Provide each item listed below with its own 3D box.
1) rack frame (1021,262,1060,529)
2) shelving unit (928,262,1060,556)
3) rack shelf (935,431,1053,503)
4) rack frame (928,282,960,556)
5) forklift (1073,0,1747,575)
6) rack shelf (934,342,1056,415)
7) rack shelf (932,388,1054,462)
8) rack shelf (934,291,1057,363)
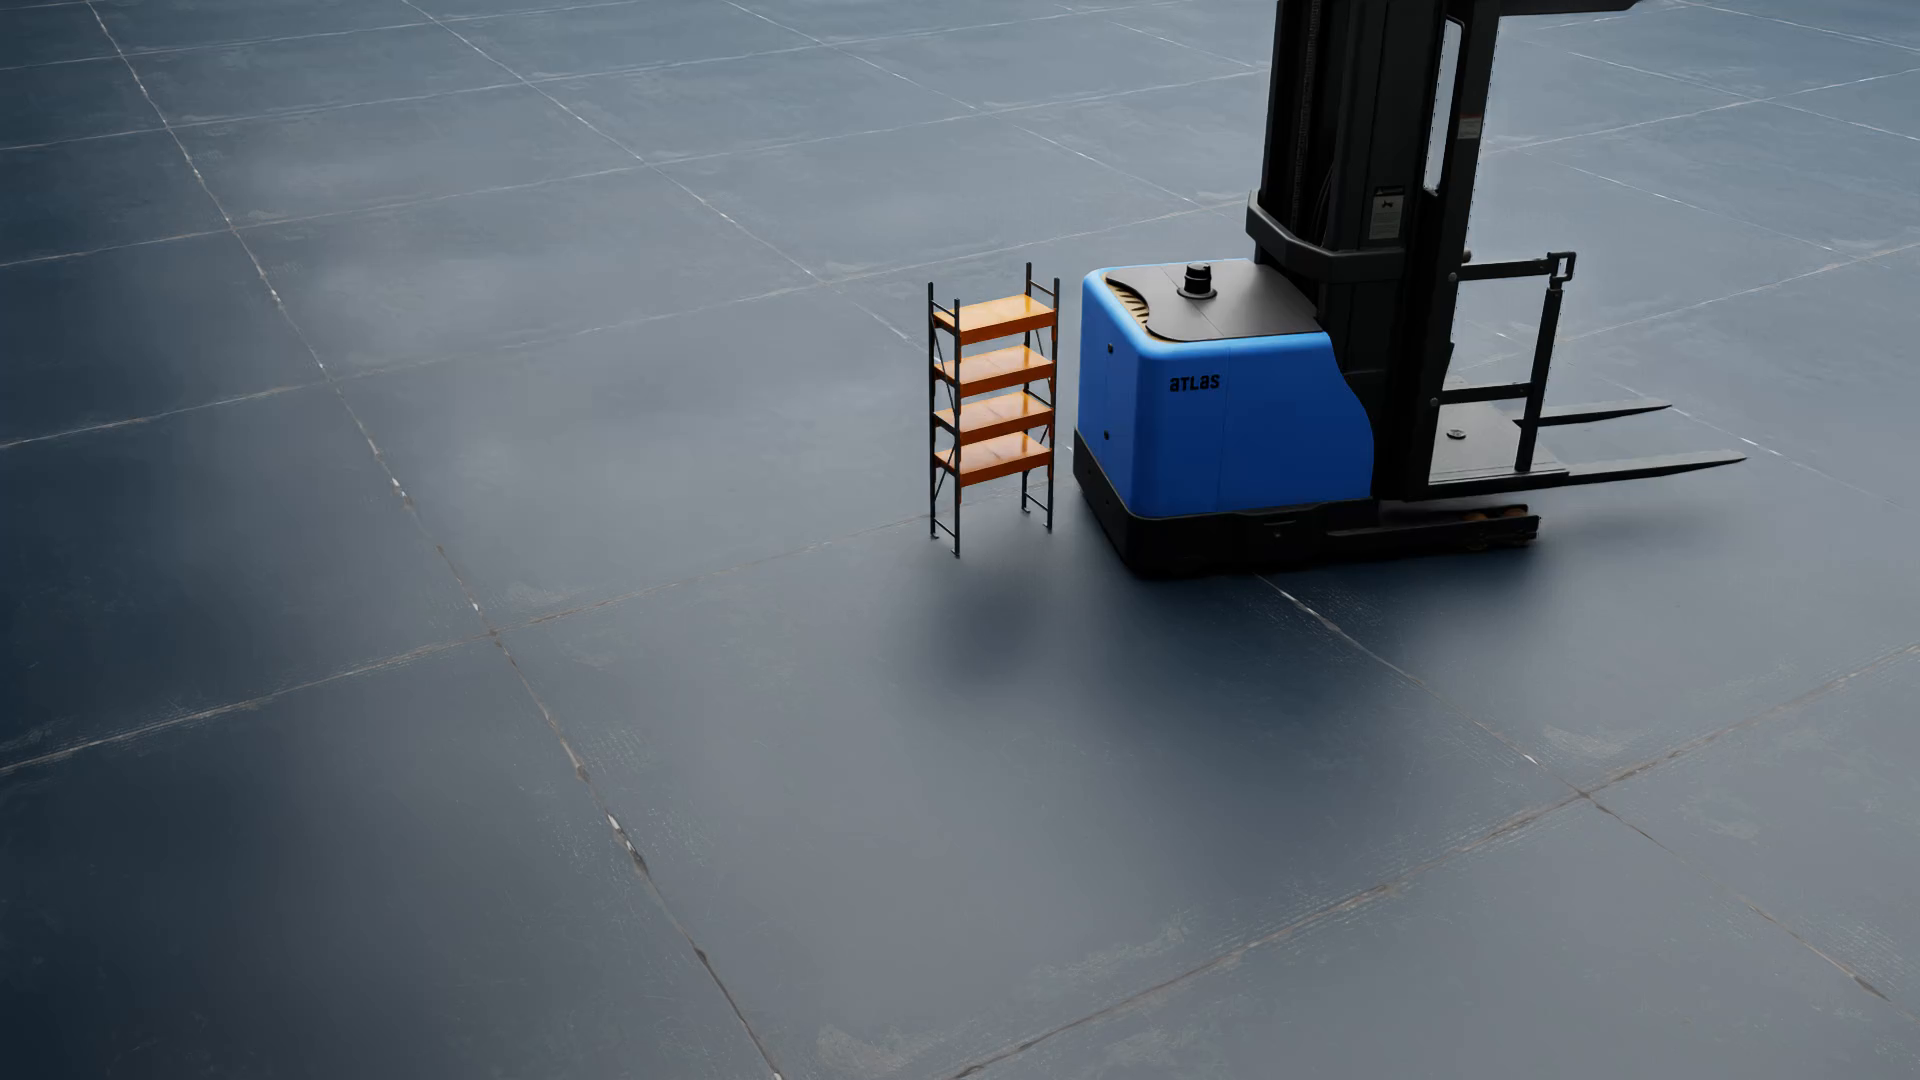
[{"bbox_3d":[0.353,-0.626,7.379,0.015,1.200,0.240,-16,33,-26],"label":"rack frame"},{"bbox_3d":[0.143,-0.566,7.271,0.503,1.200,0.258,-16,33,-26],"label":"shelving unit"},{"bbox_3d":[0.143,-0.333,7.400,0.480,0.148,0.258,-16,33,-26],"label":"rack shelf"},{"bbox_3d":[-0.068,-0.506,7.163,0.015,1.200,0.240,-16,33,-26],"label":"rack frame"},{"bbox_3d":[2.108,-1.481,7.138,3.031,2.935,1.130,-6,29,-10],"label":"forklift"},{"bbox_3d":[0.143,-0.703,7.196,0.480,0.148,0.258,-16,33,-26],"label":"rack shelf"},{"bbox_3d":[0.143,-0.507,7.304,0.480,0.148,0.258,-16,33,-26],"label":"rack shelf"},{"bbox_3d":[0.143,-0.910,7.081,0.480,0.148,0.258,-16,33,-26],"label":"rack shelf"}]
